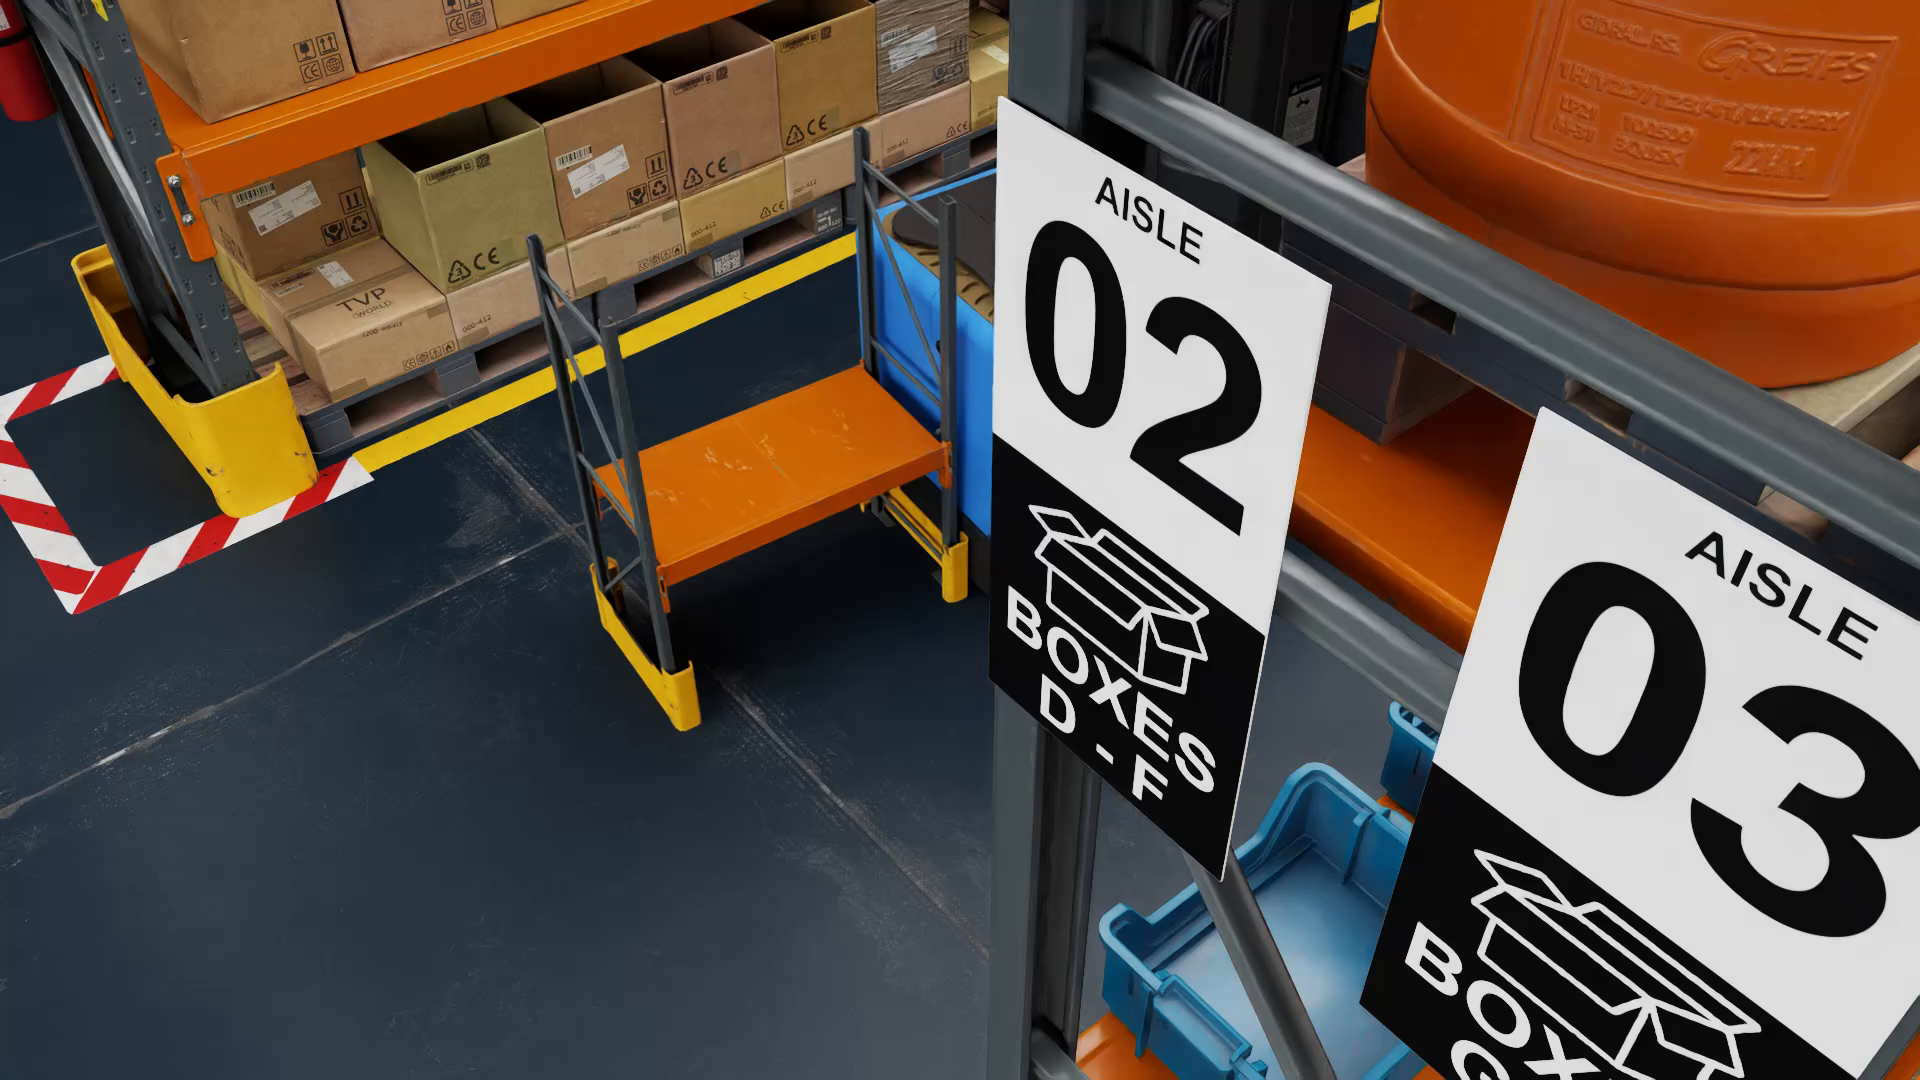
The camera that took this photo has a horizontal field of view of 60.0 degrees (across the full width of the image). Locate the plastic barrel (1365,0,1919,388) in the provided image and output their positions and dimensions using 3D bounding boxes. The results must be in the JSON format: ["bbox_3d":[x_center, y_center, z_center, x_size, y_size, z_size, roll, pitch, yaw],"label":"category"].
[{"bbox_3d":[0.699,-0.625,1.413,0.708,0.830,0.600,-30,51,-28],"label":"plastic barrel"}]

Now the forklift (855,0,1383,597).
[{"bbox_3d":[1.160,-1.601,5.314,3.031,2.935,1.130,-25,49,-24],"label":"forklift"}]

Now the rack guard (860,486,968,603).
[{"bbox_3d":[-0.162,-0.058,5.629,0.087,0.250,0.587,-25,49,-24],"label":"rack guard"}]

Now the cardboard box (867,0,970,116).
[{"bbox_3d":[-0.305,-2.194,7.049,0.500,0.500,0.500,-30,51,-28],"label":"cardboard box"}]

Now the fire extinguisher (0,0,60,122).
[{"bbox_3d":[-3.156,-1.709,5.435,0.183,0.674,0.296,-30,51,-28],"label":"fire extinguisher"}]

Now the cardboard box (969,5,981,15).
[{"bbox_3d":[-0.249,-2.408,7.825,0.500,0.250,0.500,-30,51,-28],"label":"cardboard box"}]

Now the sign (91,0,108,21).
[{"bbox_3d":[-2.415,-1.595,4.567,0.005,0.325,0.100,-30,51,-28],"label":"sign"}]

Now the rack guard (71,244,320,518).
[{"bbox_3d":[-2.785,-0.623,6.048,0.348,0.500,1.175,-30,51,-28],"label":"rack guard"}]

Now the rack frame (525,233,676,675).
[{"bbox_3d":[-1.005,-0.126,4.788,0.032,1.500,0.500,-25,49,-24],"label":"rack frame"}]

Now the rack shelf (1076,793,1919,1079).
[{"bbox_3d":[1.942,0.442,3.614,4.000,0.370,1.077,-30,51,-28],"label":"rack shelf"}]

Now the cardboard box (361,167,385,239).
[{"bbox_3d":[-2.169,-1.312,6.658,0.500,0.250,0.500,-30,51,-28],"label":"cardboard box"}]

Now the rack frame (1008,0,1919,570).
[{"bbox_3d":[0.408,-1.129,0.379,0.127,3.000,1.000,-30,51,-28],"label":"rack frame"}]

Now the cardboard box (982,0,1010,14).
[{"bbox_3d":[0.433,-2.787,8.228,0.500,0.250,0.500,-30,51,-28],"label":"cardboard box"}]

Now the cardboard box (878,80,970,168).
[{"bbox_3d":[-0.304,-1.920,7.305,0.500,0.250,0.500,-30,51,-28],"label":"cardboard box"}]

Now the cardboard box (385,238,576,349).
[{"bbox_3d":[-1.832,-1.036,6.364,0.500,0.250,0.500,-30,51,-28],"label":"cardboard box"}]

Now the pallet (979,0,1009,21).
[{"bbox_3d":[0.841,-2.629,8.395,1.213,0.211,1.003,-30,51,-28],"label":"pallet"}]

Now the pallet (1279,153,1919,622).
[{"bbox_3d":[1.106,-0.279,1.802,1.213,0.211,1.003,-30,51,-28],"label":"pallet"}]

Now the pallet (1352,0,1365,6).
[{"bbox_3d":[1.778,-3.168,8.969,1.213,0.211,1.003,-30,51,-28],"label":"pallet"}]

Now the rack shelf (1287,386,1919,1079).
[{"bbox_3d":[1.942,-0.652,2.587,4.000,0.370,1.077,-30,51,-28],"label":"rack shelf"}]

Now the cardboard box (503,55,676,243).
[{"bbox_3d":[-1.455,-1.535,6.347,0.500,0.500,0.500,-30,51,-28],"label":"cardboard box"}]

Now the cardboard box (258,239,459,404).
[{"bbox_3d":[-2.213,-0.814,6.128,0.500,0.250,0.500,-30,51,-28],"label":"cardboard box"}]

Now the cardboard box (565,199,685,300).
[{"bbox_3d":[-1.448,-1.255,6.597,0.500,0.250,0.500,-30,51,-28],"label":"cardboard box"}]

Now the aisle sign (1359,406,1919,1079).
[{"bbox_3d":[0.541,0.296,1.345,0.004,0.787,0.394,-30,51,-28],"label":"aisle sign"}]

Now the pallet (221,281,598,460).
[{"bbox_3d":[-2.207,-0.886,6.539,1.213,0.211,1.003,-30,51,-28],"label":"pallet"}]

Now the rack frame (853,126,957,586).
[{"bbox_3d":[-0.161,-0.514,5.201,0.032,1.500,0.500,-25,49,-24],"label":"rack frame"}]

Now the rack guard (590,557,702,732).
[{"bbox_3d":[-0.989,0.322,5.224,0.087,0.250,0.587,-25,49,-24],"label":"rack guard"}]

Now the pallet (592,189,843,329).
[{"bbox_3d":[-1.272,-1.419,7.107,1.213,0.211,1.003,-30,51,-28],"label":"pallet"}]

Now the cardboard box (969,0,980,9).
[{"bbox_3d":[-0.255,-2.687,7.573,0.500,0.500,0.500,-30,51,-28],"label":"cardboard box"}]

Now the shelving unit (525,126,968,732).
[{"bbox_3d":[-0.576,-0.323,4.999,1.083,1.500,0.587,-25,49,-24],"label":"shelving unit"}]

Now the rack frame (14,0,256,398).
[{"bbox_3d":[-2.767,-1.545,5.204,0.127,3.000,1.000,-30,51,-28],"label":"rack frame"}]

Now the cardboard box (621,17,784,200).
[{"bbox_3d":[-1.061,-1.745,6.571,0.500,0.500,0.500,-30,51,-28],"label":"cardboard box"}]

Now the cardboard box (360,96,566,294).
[{"bbox_3d":[-1.831,-1.308,6.106,0.500,0.500,0.500,-30,51,-28],"label":"cardboard box"}]

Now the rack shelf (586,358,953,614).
[{"bbox_3d":[-0.583,-0.189,5.118,1.000,0.185,0.538,-25,49,-24],"label":"rack shelf"}]

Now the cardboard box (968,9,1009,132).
[{"bbox_3d":[0.086,-2.134,7.533,0.500,0.250,0.500,-30,51,-28],"label":"cardboard box"}]

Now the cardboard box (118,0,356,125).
[{"bbox_3d":[-2.401,-1.780,5.381,0.500,0.500,0.700,-30,51,-28],"label":"cardboard box"}]

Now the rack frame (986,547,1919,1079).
[{"bbox_3d":[0.408,1.058,2.432,0.127,3.000,1.000,-30,51,-28],"label":"rack frame"}]

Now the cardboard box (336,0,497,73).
[{"bbox_3d":[-2.001,-2.013,5.629,0.500,0.500,0.700,-28,50,-27],"label":"cardboard box"}]

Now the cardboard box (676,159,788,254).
[{"bbox_3d":[-1.061,-1.472,6.828,0.500,0.250,0.500,-30,51,-28],"label":"cardboard box"}]

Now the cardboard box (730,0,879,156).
[{"bbox_3d":[-0.686,-1.972,6.813,0.500,0.500,0.500,-30,51,-28],"label":"cardboard box"}]

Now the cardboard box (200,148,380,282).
[{"bbox_3d":[-2.547,-1.361,6.162,0.500,0.500,0.500,-30,51,-28],"label":"cardboard box"}]

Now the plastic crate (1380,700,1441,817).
[{"bbox_3d":[1.102,0.453,3.185,0.408,0.251,0.499,-30,51,-28],"label":"plastic crate"}]

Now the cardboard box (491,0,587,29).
[{"bbox_3d":[-1.616,-2.228,5.858,0.500,0.500,0.700,-29,51,-28],"label":"cardboard box"}]

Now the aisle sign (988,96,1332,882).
[{"bbox_3d":[0.162,-0.014,1.675,0.004,0.787,0.394,-30,51,-28],"label":"aisle sign"}]

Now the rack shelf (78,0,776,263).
[{"bbox_3d":[-1.233,-2.161,6.385,4.000,0.370,1.077,-30,51,-28],"label":"rack shelf"}]

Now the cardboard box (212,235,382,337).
[{"bbox_3d":[-2.545,-1.086,6.417,0.500,0.250,0.500,-30,51,-28],"label":"cardboard box"}]

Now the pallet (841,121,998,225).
[{"bbox_3d":[-0.336,-1.958,7.680,1.213,0.211,1.003,-30,51,-28],"label":"pallet"}]

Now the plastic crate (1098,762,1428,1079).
[{"bbox_3d":[0.600,0.735,2.885,0.616,0.251,0.499,-30,51,-28],"label":"plastic crate"}]

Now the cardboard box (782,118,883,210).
[{"bbox_3d":[-0.678,-1.692,7.062,0.500,0.250,0.500,-30,51,-28],"label":"cardboard box"}]
